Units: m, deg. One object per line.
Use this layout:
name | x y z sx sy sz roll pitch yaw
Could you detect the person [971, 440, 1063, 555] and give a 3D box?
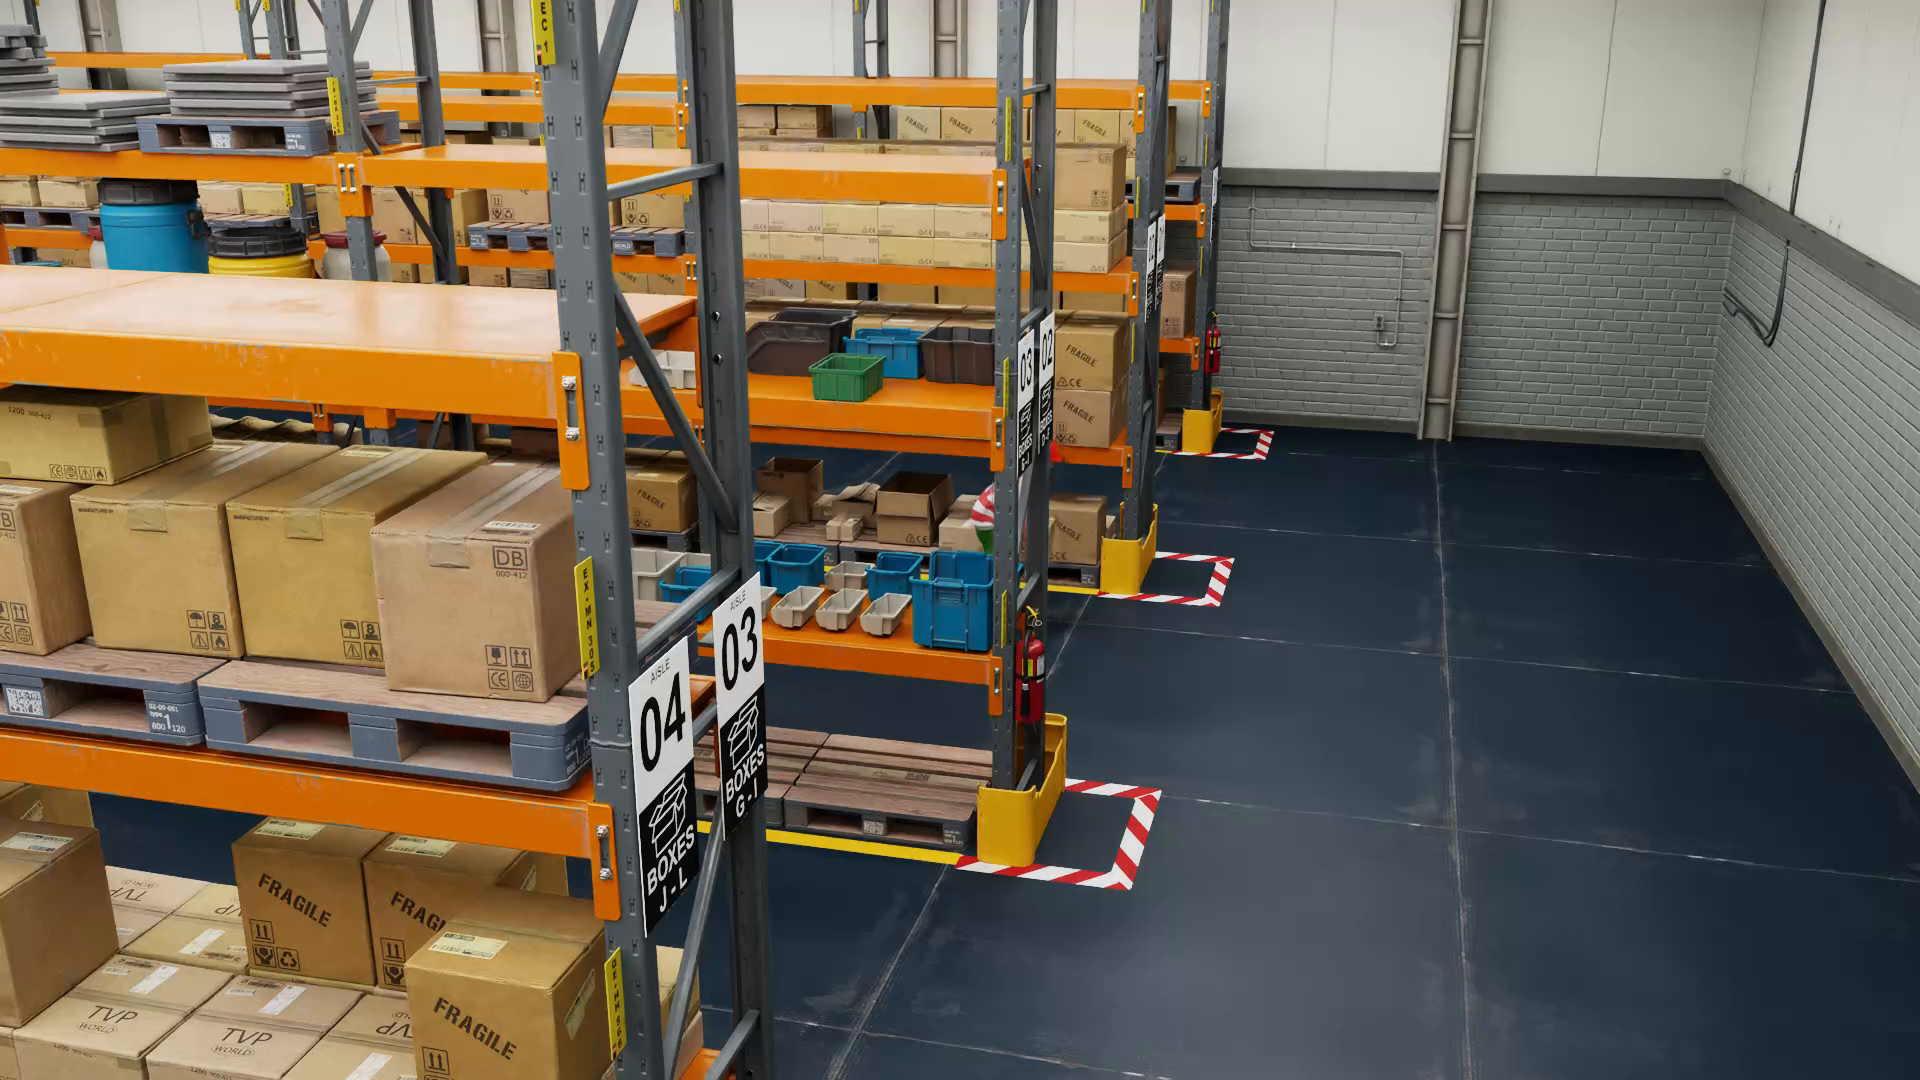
person | 0.466 -0.065 13.688 0.741 1.627 0.490 4 19 12
